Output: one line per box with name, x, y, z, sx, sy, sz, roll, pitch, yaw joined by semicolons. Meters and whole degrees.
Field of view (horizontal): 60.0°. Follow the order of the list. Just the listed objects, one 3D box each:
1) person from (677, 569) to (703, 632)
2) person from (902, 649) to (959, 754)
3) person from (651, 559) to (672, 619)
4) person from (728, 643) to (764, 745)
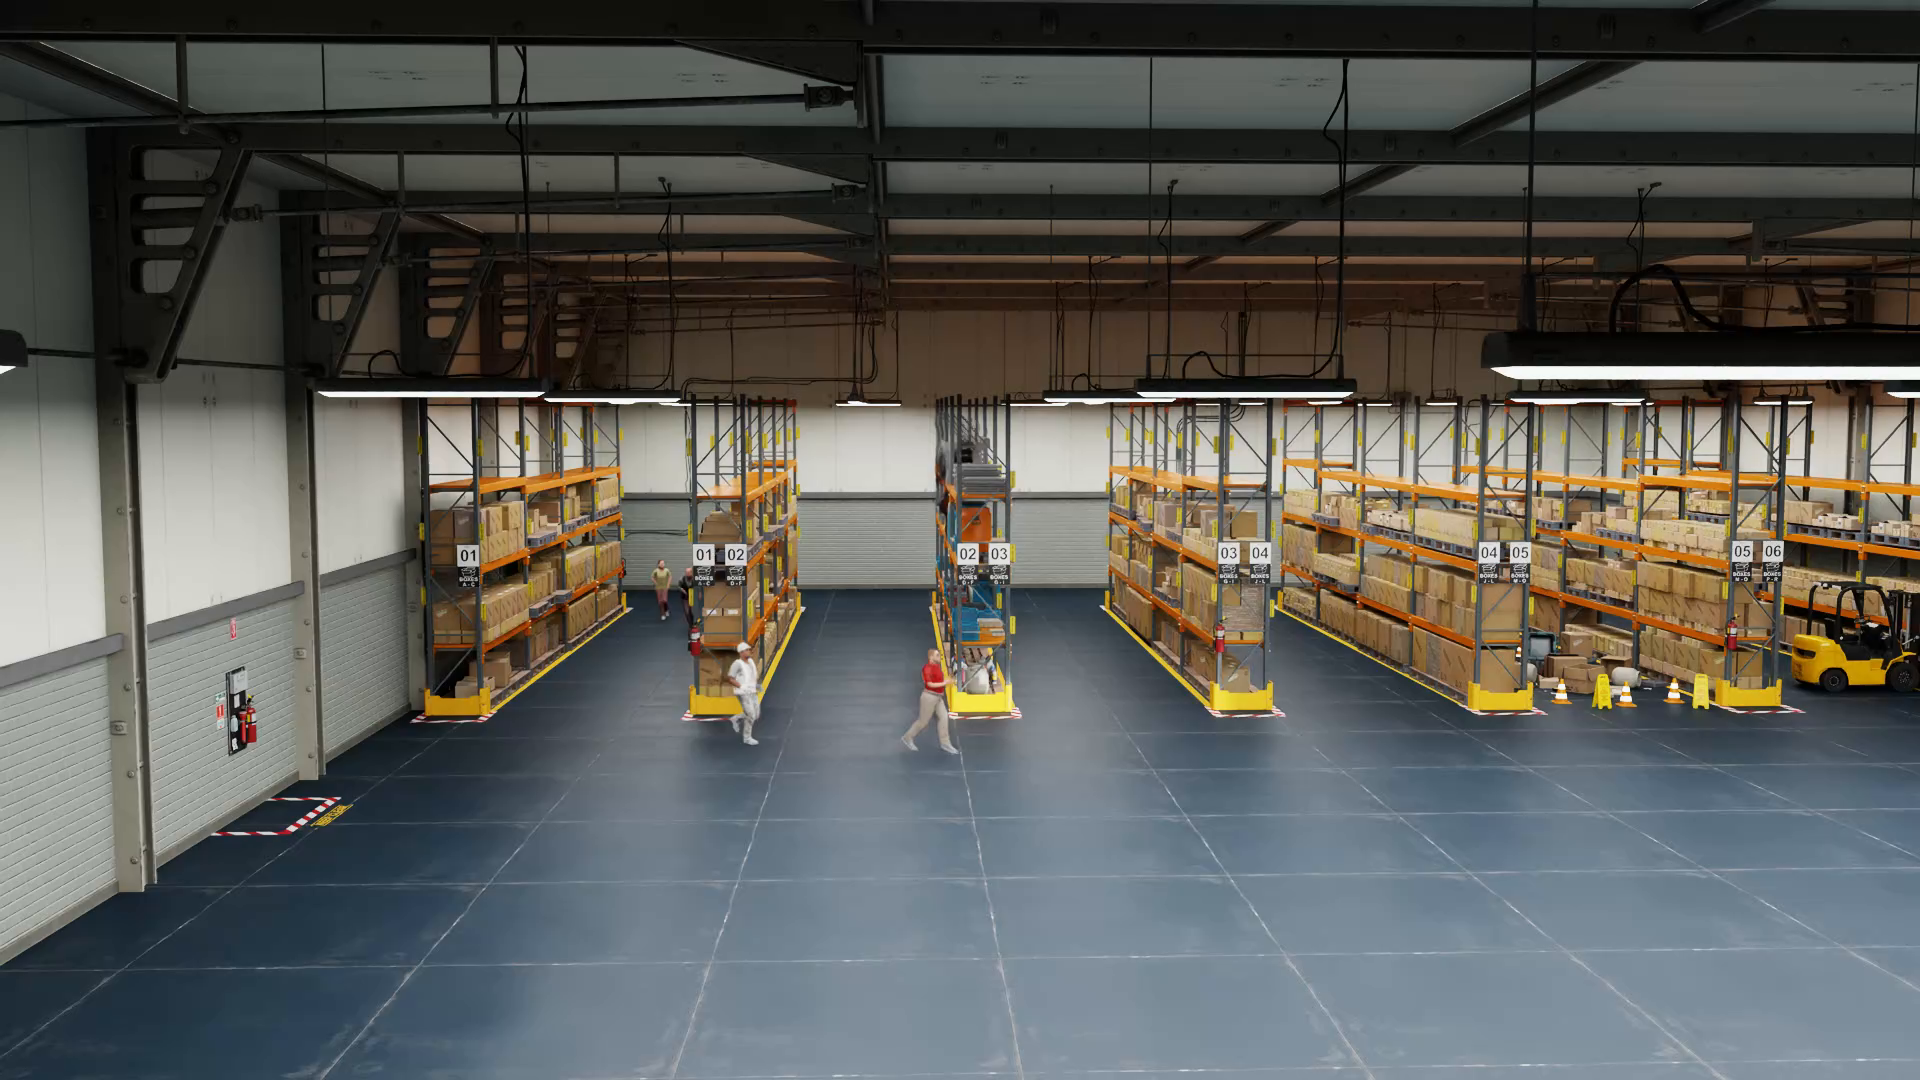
person;-6.957;1.542;42.854;0.644;1.650;0.725;0;4;-2
person;-0.492;2.669;27.579;0.959;1.746;0.649;1;5;17
person;-8.127;1.346;45.220;0.546;1.639;0.539;-1;5;-11
person;-3.723;2.622;28.482;0.616;1.740;0.683;2;5;25
